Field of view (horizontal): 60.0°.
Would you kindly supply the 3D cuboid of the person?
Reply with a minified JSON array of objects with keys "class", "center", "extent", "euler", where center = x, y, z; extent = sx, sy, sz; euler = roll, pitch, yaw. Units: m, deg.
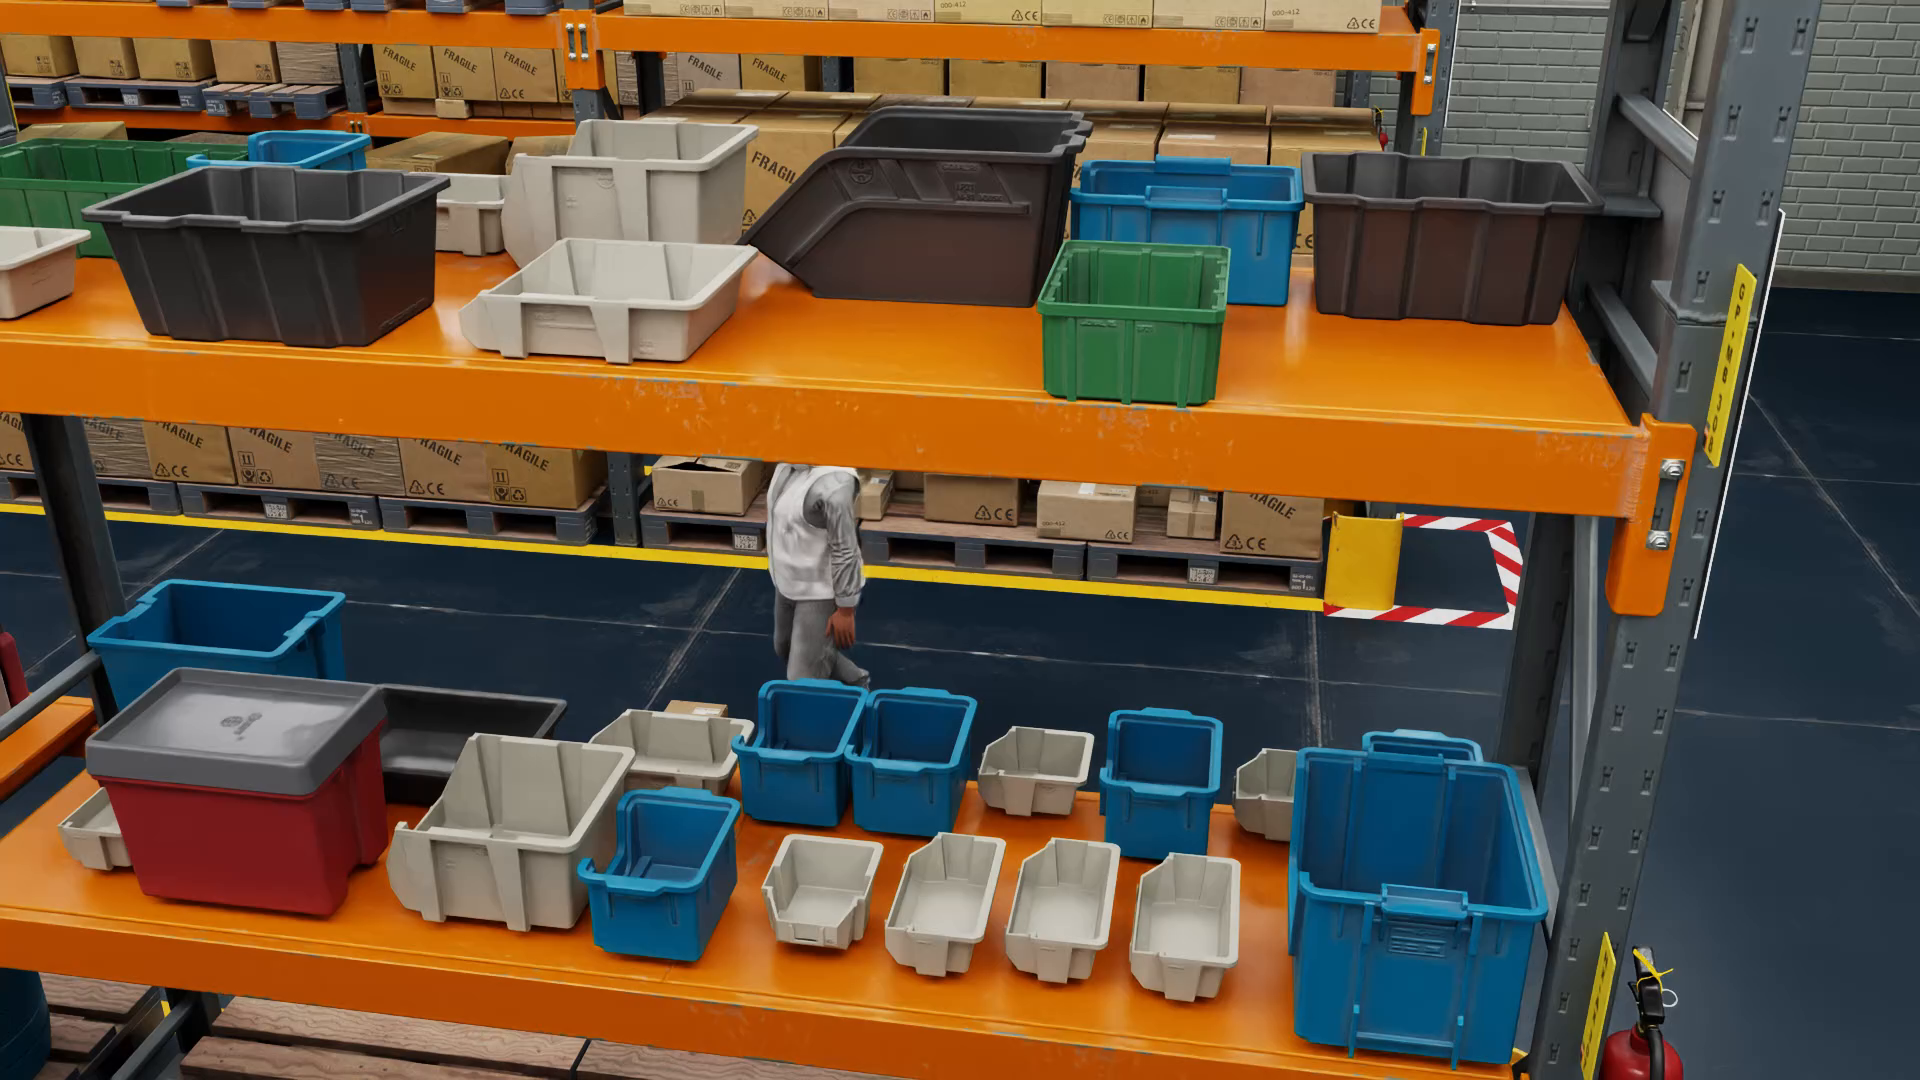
[{"class":"person","center":[-0.601,0.161,6.747],"extent":[0.705,1.755,0.750],"euler":[-11,27,-23]}]
